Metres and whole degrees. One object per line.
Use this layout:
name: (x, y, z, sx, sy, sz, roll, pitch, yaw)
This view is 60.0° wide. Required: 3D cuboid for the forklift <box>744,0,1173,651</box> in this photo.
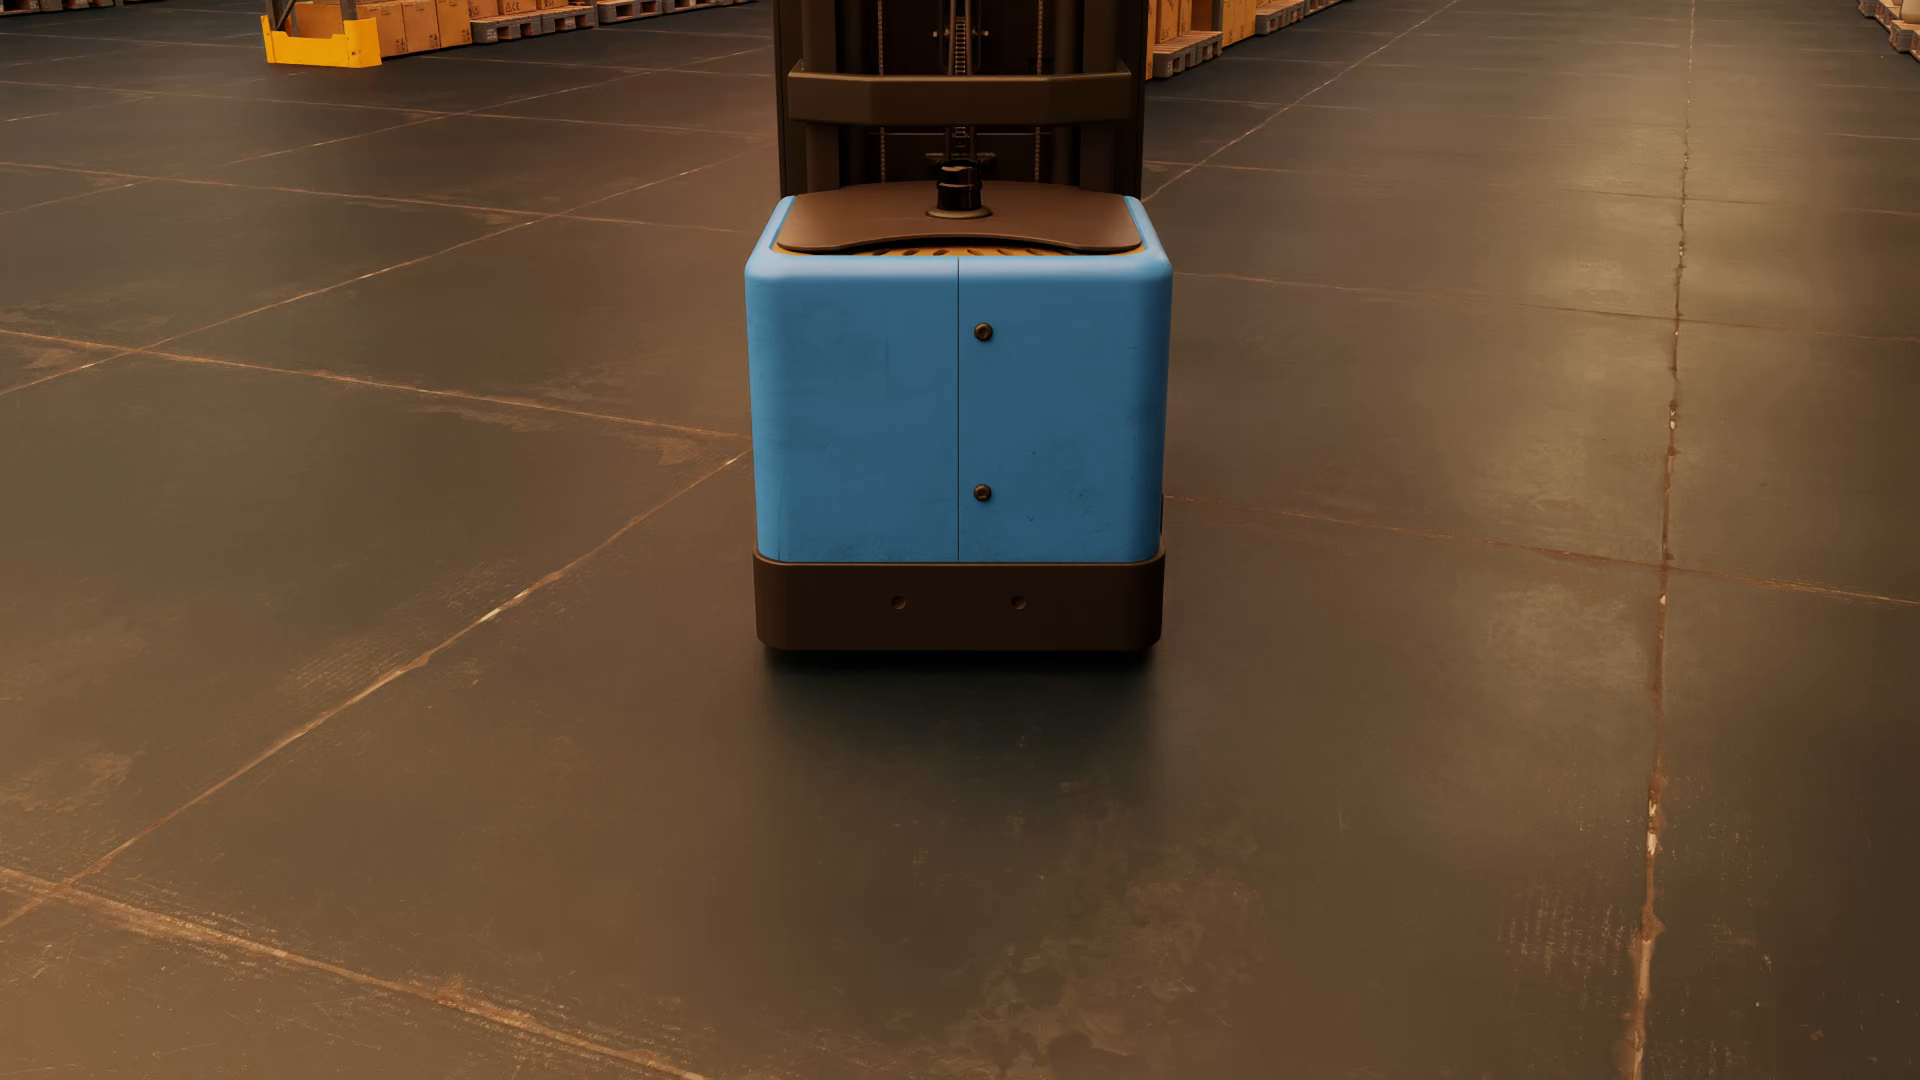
forklift: (0.002, -1.587, 5.089, 1.130, 2.935, 3.031, 0, 23, 0)
